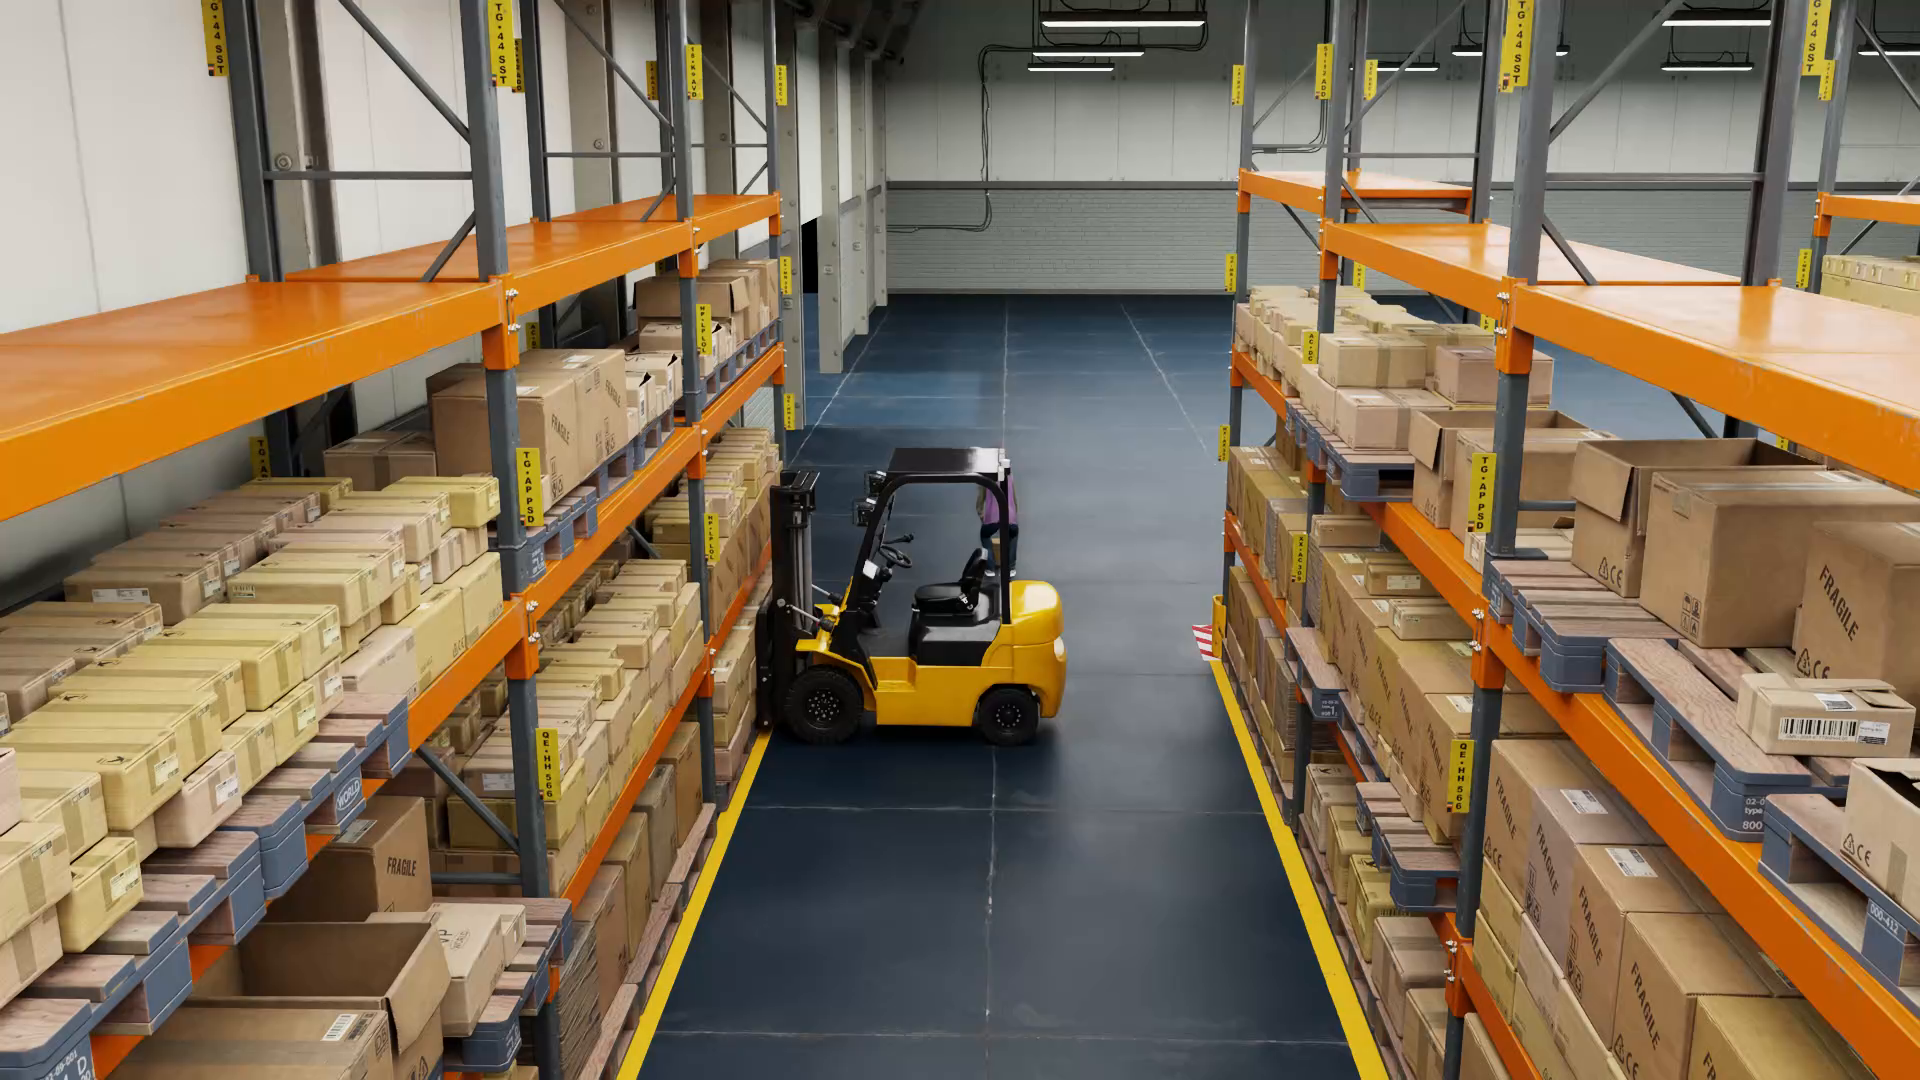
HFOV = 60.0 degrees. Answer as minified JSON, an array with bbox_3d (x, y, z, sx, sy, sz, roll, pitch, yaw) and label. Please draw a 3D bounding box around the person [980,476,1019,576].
[{"bbox_3d":[0.406,-0.205,17.713,0.446,1.171,0.714,0,14,2],"label":"person"}]
